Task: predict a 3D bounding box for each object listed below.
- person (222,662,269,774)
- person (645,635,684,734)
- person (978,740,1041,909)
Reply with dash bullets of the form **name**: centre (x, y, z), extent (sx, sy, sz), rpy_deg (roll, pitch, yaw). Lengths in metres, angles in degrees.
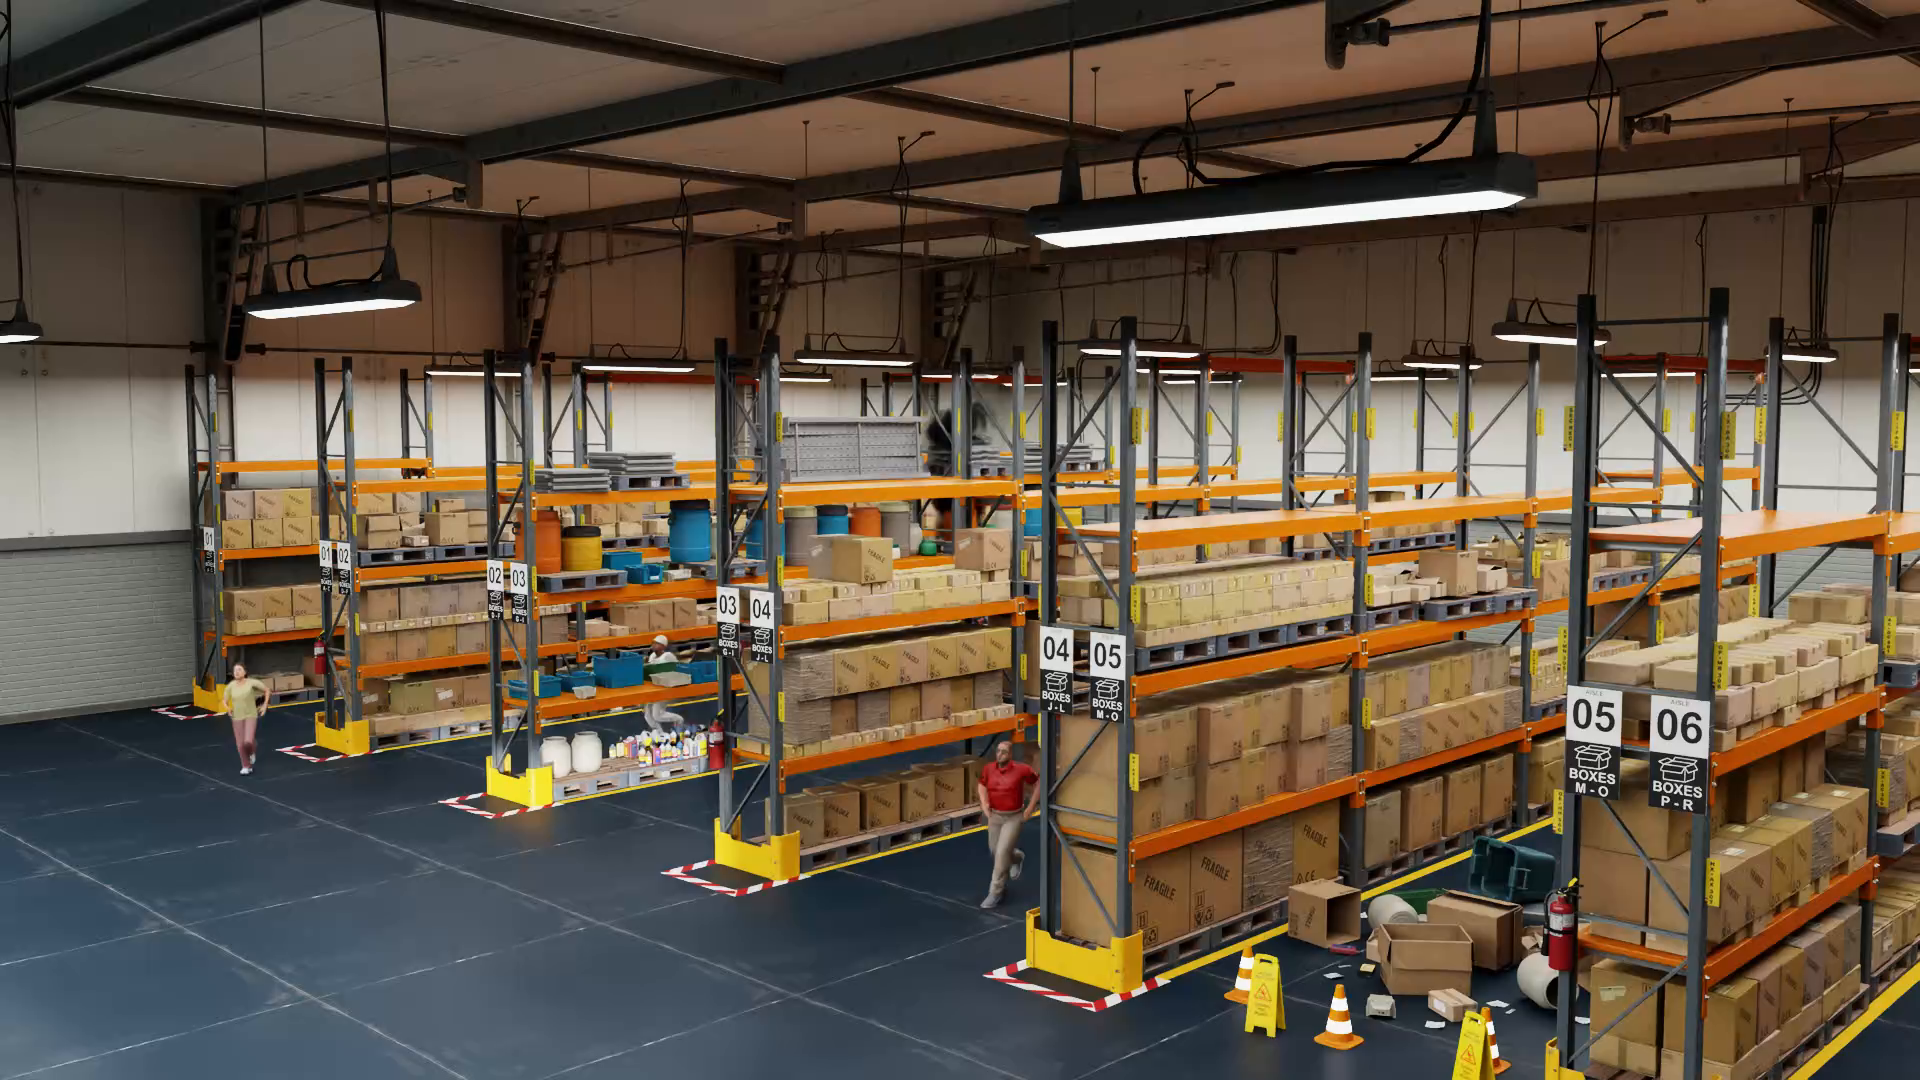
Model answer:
- **person**: centre (-10.159, 2.543, 23.610), extent (0.599, 1.622, 0.612), rpy_deg (-1, 4, -9)
- **person**: centre (-4.619, 2.334, 25.768), extent (0.705, 1.738, 0.598), rpy_deg (4, 6, 42)
- **person**: centre (0.504, 2.969, 17.690), extent (0.686, 1.724, 0.949), rpy_deg (2, 5, 27)
